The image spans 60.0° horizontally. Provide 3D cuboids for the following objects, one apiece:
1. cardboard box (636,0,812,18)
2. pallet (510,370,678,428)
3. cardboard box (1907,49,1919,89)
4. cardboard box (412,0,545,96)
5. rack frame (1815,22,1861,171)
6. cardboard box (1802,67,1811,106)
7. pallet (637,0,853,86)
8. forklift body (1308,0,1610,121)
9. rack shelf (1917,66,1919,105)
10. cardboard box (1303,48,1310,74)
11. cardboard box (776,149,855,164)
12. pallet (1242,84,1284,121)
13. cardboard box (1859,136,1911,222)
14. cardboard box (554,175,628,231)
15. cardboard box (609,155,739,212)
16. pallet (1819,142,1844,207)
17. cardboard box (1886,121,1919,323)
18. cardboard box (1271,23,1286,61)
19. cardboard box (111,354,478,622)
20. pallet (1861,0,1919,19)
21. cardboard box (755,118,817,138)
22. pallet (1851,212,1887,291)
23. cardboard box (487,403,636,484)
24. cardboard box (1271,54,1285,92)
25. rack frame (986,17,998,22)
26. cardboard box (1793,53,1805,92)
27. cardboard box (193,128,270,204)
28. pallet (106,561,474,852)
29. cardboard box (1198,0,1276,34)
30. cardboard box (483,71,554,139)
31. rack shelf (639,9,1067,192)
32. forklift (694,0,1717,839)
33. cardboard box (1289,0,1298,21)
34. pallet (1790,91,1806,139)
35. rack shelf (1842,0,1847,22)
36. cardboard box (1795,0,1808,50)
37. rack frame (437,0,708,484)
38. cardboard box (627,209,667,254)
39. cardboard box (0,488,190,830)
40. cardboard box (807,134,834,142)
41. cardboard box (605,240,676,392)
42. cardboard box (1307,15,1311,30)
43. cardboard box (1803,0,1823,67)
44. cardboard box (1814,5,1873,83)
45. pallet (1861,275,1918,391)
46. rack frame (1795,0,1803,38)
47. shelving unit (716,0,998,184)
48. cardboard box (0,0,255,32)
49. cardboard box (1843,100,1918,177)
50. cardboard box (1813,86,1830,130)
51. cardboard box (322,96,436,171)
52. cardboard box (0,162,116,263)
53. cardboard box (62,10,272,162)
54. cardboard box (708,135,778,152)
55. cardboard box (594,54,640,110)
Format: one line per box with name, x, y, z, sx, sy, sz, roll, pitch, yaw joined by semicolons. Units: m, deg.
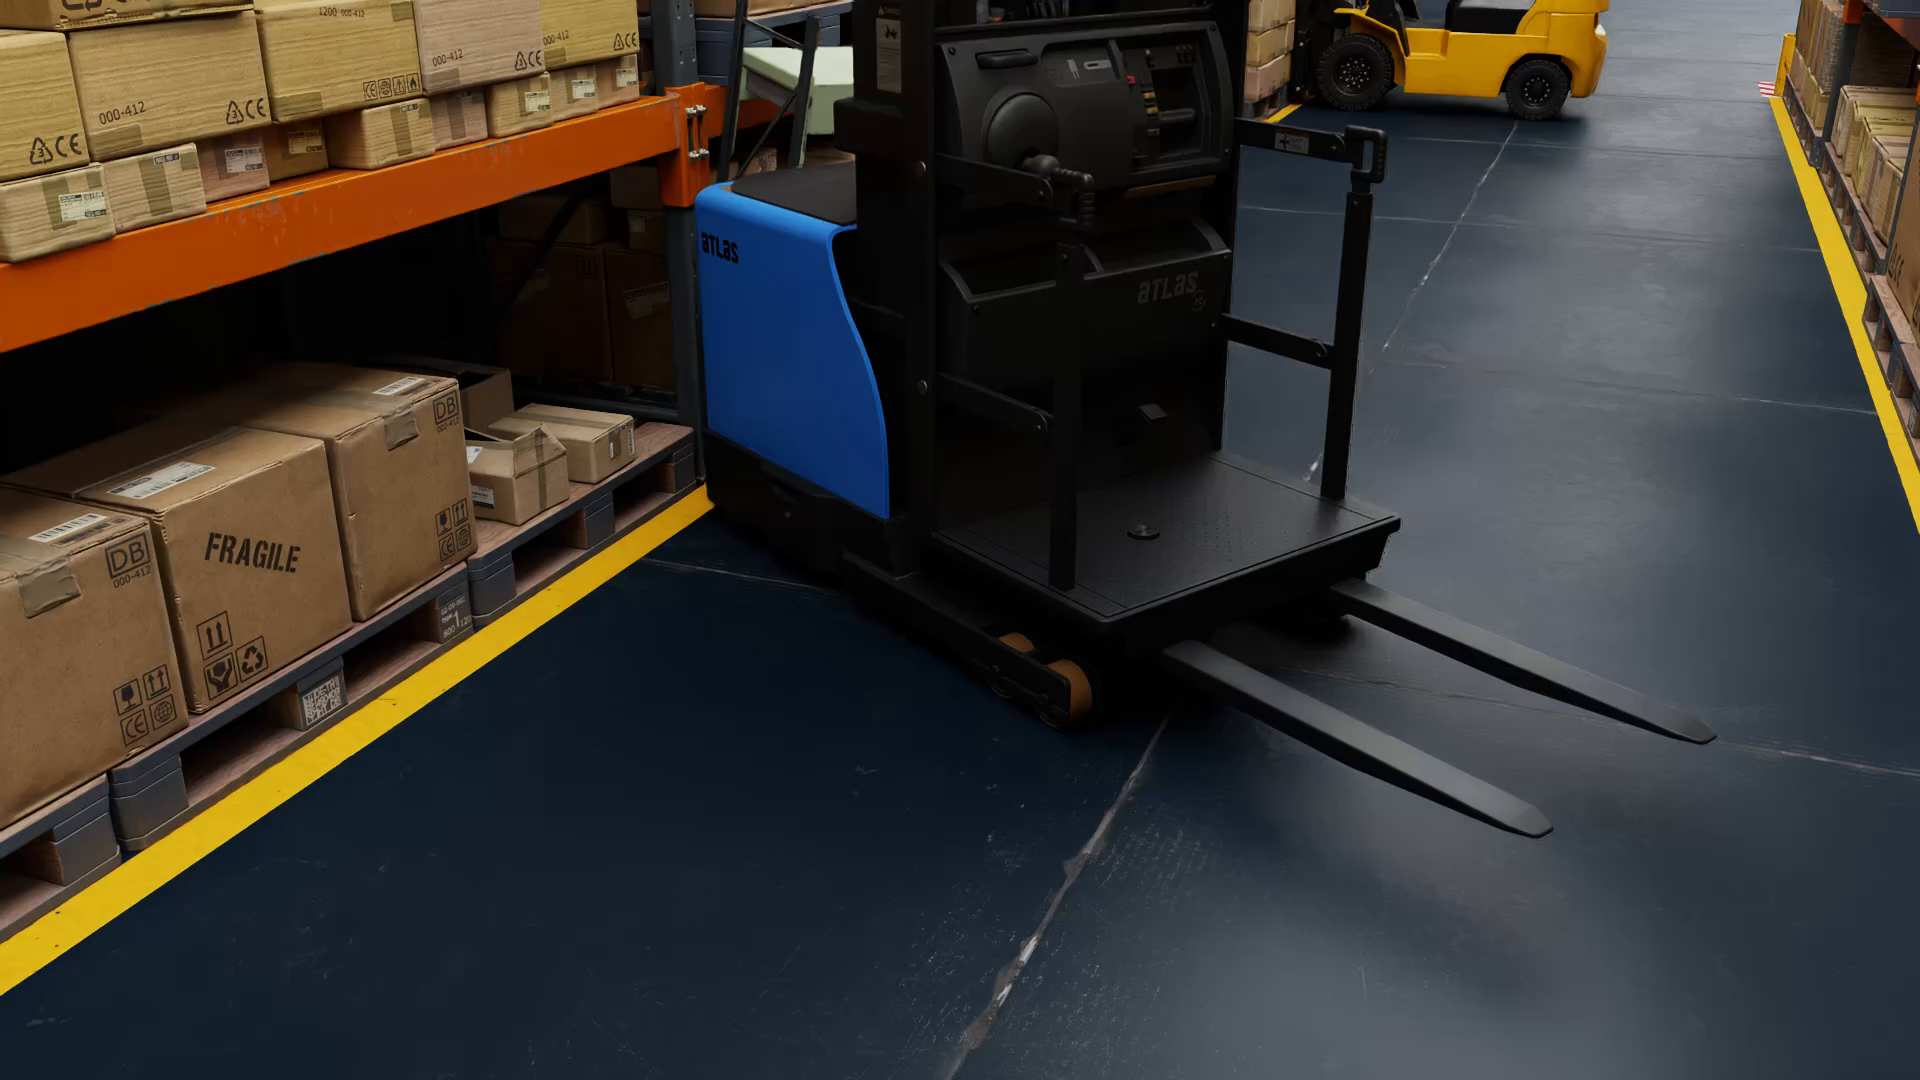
cardboard box;-0.932;-2.051;5.593;0.700;0.500;0.500;9;24;21
pallet;-1.053;-0.680;6.603;1.003;0.211;1.213;9;24;20
cardboard box;6.732;-3.267;11.229;0.500;0.500;0.500;10;25;23
cardboard box;-1.455;-1.339;4.373;0.500;0.250;0.500;9;24;20
rack frame;6.262;-3.823;10.511;1.000;3.000;0.127;9;24;20
cardboard box;6.614;-3.372;12.453;0.500;0.250;0.500;9;24;21
pallet;-0.921;-1.852;6.040;1.003;0.211;1.213;9;24;20
forklift body;4.127;-4.633;13.550;2.313;2.155;1.214;9;24;20
rack shelf;4.033;-1.344;5.510;1.077;0.370;4.000;9;24;20
cardboard box;2.697;-4.132;14.274;0.500;0.250;0.500;10;25;22
cardboard box;-0.607;-1.488;6.776;0.380;0.149;0.250;9;24;20
pallet;1.986;-3.525;13.414;1.003;0.211;1.213;9;24;20
cardboard box;5.262;-1.839;8.626;0.950;0.372;0.625;8;24;19
cardboard box;-1.358;-1.277;6.273;0.380;0.149;0.250;9;24;20
cardboard box;-0.996;-1.246;5.811;0.380;0.149;0.250;8;24;19
pallet;5.974;-2.258;10.381;1.003;0.211;1.213;9;24;20
cardboard box;4.442;-1.370;6.850;0.875;0.875;0.875;9;24;20
cardboard box;2.304;-3.998;13.303;0.500;0.250;0.500;9;24;20
cardboard box;-1.751;-0.156;4.430;0.700;0.500;0.500;8;24;18
pallet;4.942;-2.574;7.769;1.213;0.211;1.003;9;24;20
cardboard box;-0.748;-1.828;7.592;0.380;0.149;0.250;9;24;20
pallet;5.068;-1.385;8.291;1.003;0.211;1.213;9;24;20
cardboard box;-1.254;-0.307;5.246;0.380;0.149;0.250;8;24;18
cardboard box;2.313;-3.767;13.400;0.500;0.250;0.500;8;24;19
rack frame;-0.145;-1.143;5.907;0.023;1.500;0.400;-15;37;-40
cardboard box;6.995;-3.749;13.356;0.500;0.250;0.500;10;25;22
cardboard box;-1.793;-0.854;3.729;0.380;0.149;0.250;9;24;20
pallet;-2.027;0.301;4.256;1.003;0.211;1.213;9;24;20
cardboard box;2.123;-4.047;12.773;0.500;0.250;0.500;8;24;19
cardboard box;-1.354;-1.211;4.583;0.380;0.149;0.250;9;24;21
rack shelf;-0.577;-2.054;7.208;1.077;0.370;4.000;9;24;20
forklift;0.475;-1.102;4.086;1.130;2.935;3.031;-17;28;-34
cardboard box;2.497;-4.408;13.638;0.500;0.250;0.500;10;25;22
pallet;6.930;-3.220;12.685;1.003;0.211;1.213;9;24;20
rack shelf;7.005;-4.207;12.364;1.077;0.370;4.000;9;24;20
cardboard box;7.183;-4.268;13.626;0.500;0.500;0.500;8;24;18
rack frame;-1.320;-1.670;5.356;1.000;3.000;0.127;9;24;20
cardboard box;-0.939;-1.100;5.848;0.380;0.149;0.250;10;25;23
cardboard box;-2.137;0.216;3.540;0.700;0.500;0.500;10;25;22
cardboard box;-0.439;-1.677;7.229;0.380;0.149;0.250;9;24;20
cardboard box;-0.931;-0.851;6.094;0.500;0.500;0.500;10;25;22
cardboard box;2.690;-4.357;14.162;0.500;0.250;0.500;9;24;20
cardboard box;6.799;-3.902;12.750;0.500;0.500;0.500;9;24;21
cardboard box;6.420;-3.527;11.851;0.500;0.500;0.500;9;24;21
pallet;4.413;-0.834;6.972;1.003;0.211;1.213;9;24;20
rack frame;7.748;-5.255;13.938;1.000;3.000;0.127;9;24;20
shelving unit;-0.416;-1.072;5.673;0.755;1.500;0.431;-15;37;-40
cardboard box;-1.830;-1.313;3.338;0.500;0.500;0.500;9;24;21
cardboard box;5.806;-2.359;9.870;0.950;0.372;0.625;10;25;23
cardboard box;6.232;-2.998;11.559;0.500;0.250;0.500;10;25;22
cardboard box;-1.546;-1.025;4.139;0.380;0.149;0.250;8;24;19
cardboard box;-1.904;-0.655;3.252;0.380;0.149;0.250;8;24;19
cardboard box;-1.844;-0.979;3.510;0.500;0.250;0.500;8;24;19
cardboard box;-1.009;-1.652;7.169;0.380;0.149;0.250;9;24;21
cardboard box;-1.203;-1.404;5.045;0.380;0.149;0.250;9;24;21
